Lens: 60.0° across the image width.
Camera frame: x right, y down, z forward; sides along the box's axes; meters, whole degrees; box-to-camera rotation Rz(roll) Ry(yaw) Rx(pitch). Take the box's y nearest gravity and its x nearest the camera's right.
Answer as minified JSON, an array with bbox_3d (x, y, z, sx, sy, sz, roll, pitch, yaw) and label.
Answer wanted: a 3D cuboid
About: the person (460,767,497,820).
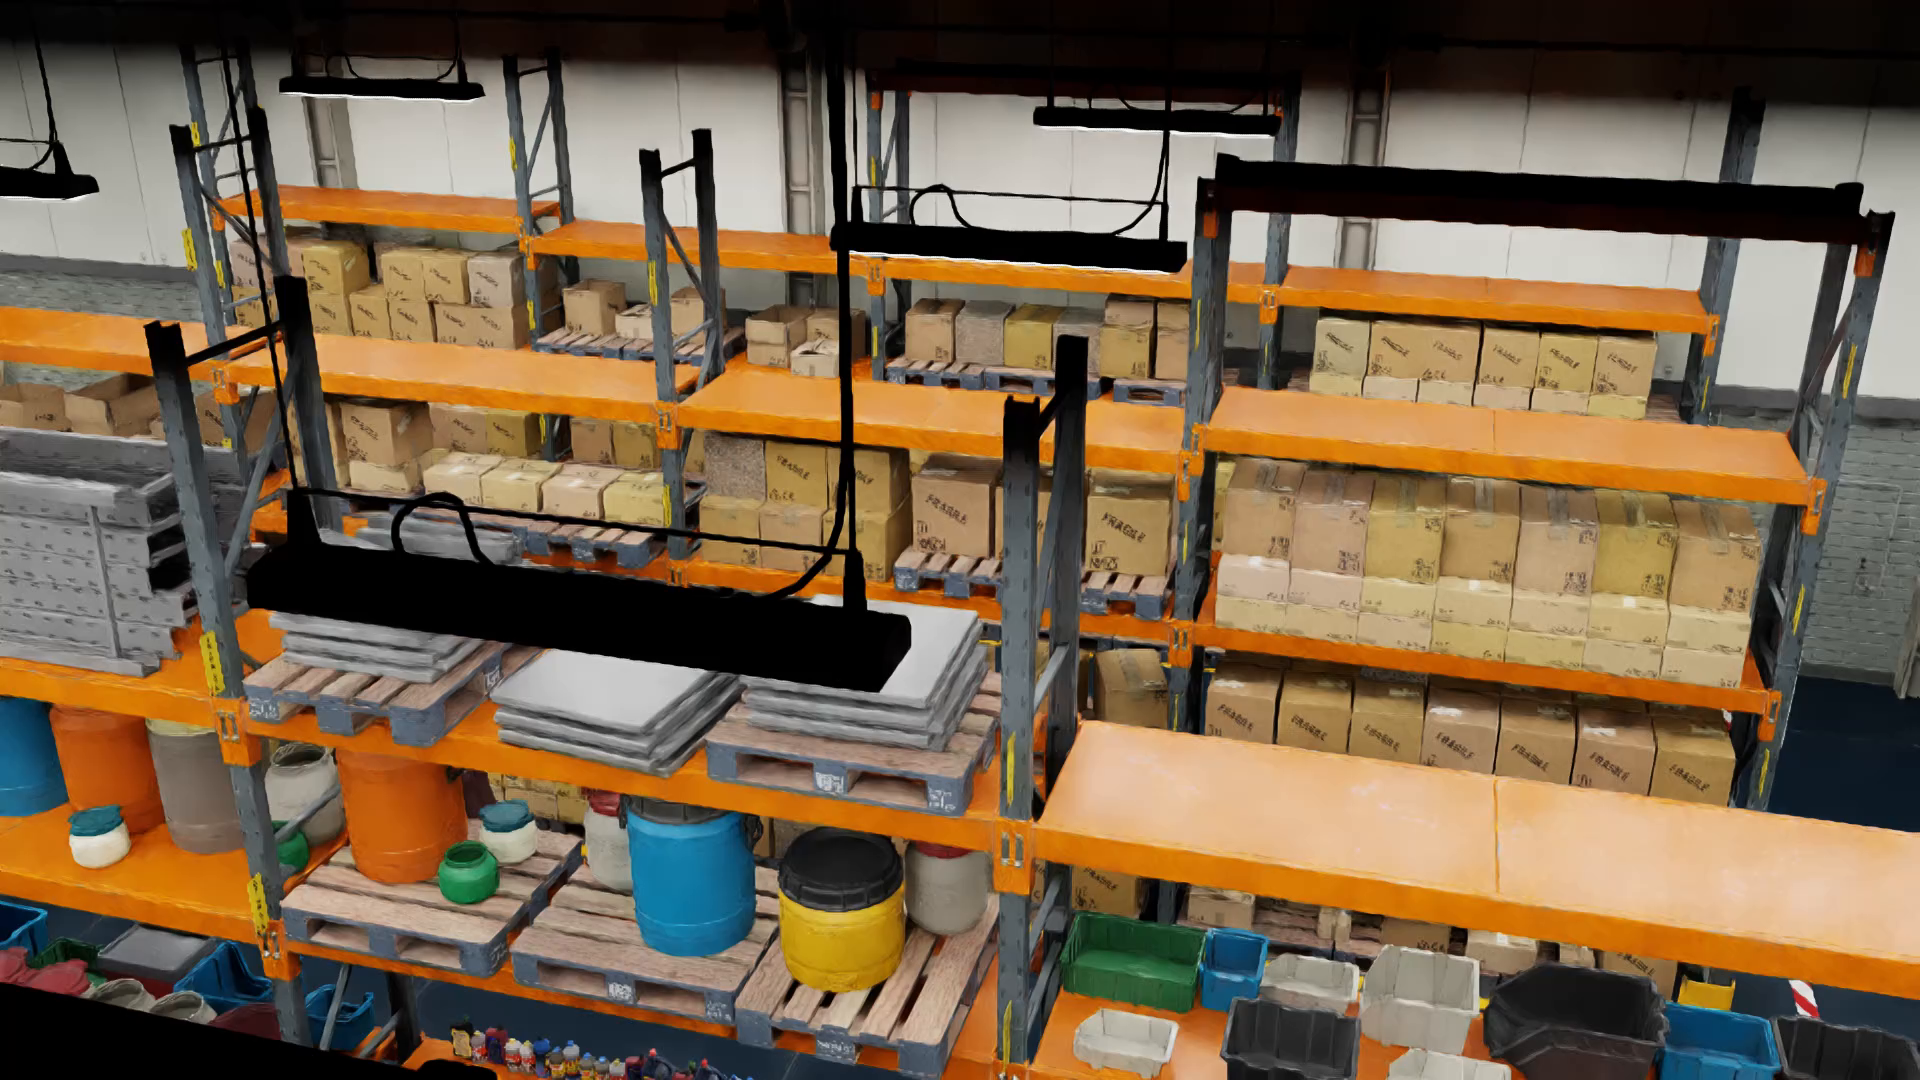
[{"bbox_3d":[-3.893,2.195,13.214,1.103,1.716,0.577,3,23,7],"label":"person"}]
